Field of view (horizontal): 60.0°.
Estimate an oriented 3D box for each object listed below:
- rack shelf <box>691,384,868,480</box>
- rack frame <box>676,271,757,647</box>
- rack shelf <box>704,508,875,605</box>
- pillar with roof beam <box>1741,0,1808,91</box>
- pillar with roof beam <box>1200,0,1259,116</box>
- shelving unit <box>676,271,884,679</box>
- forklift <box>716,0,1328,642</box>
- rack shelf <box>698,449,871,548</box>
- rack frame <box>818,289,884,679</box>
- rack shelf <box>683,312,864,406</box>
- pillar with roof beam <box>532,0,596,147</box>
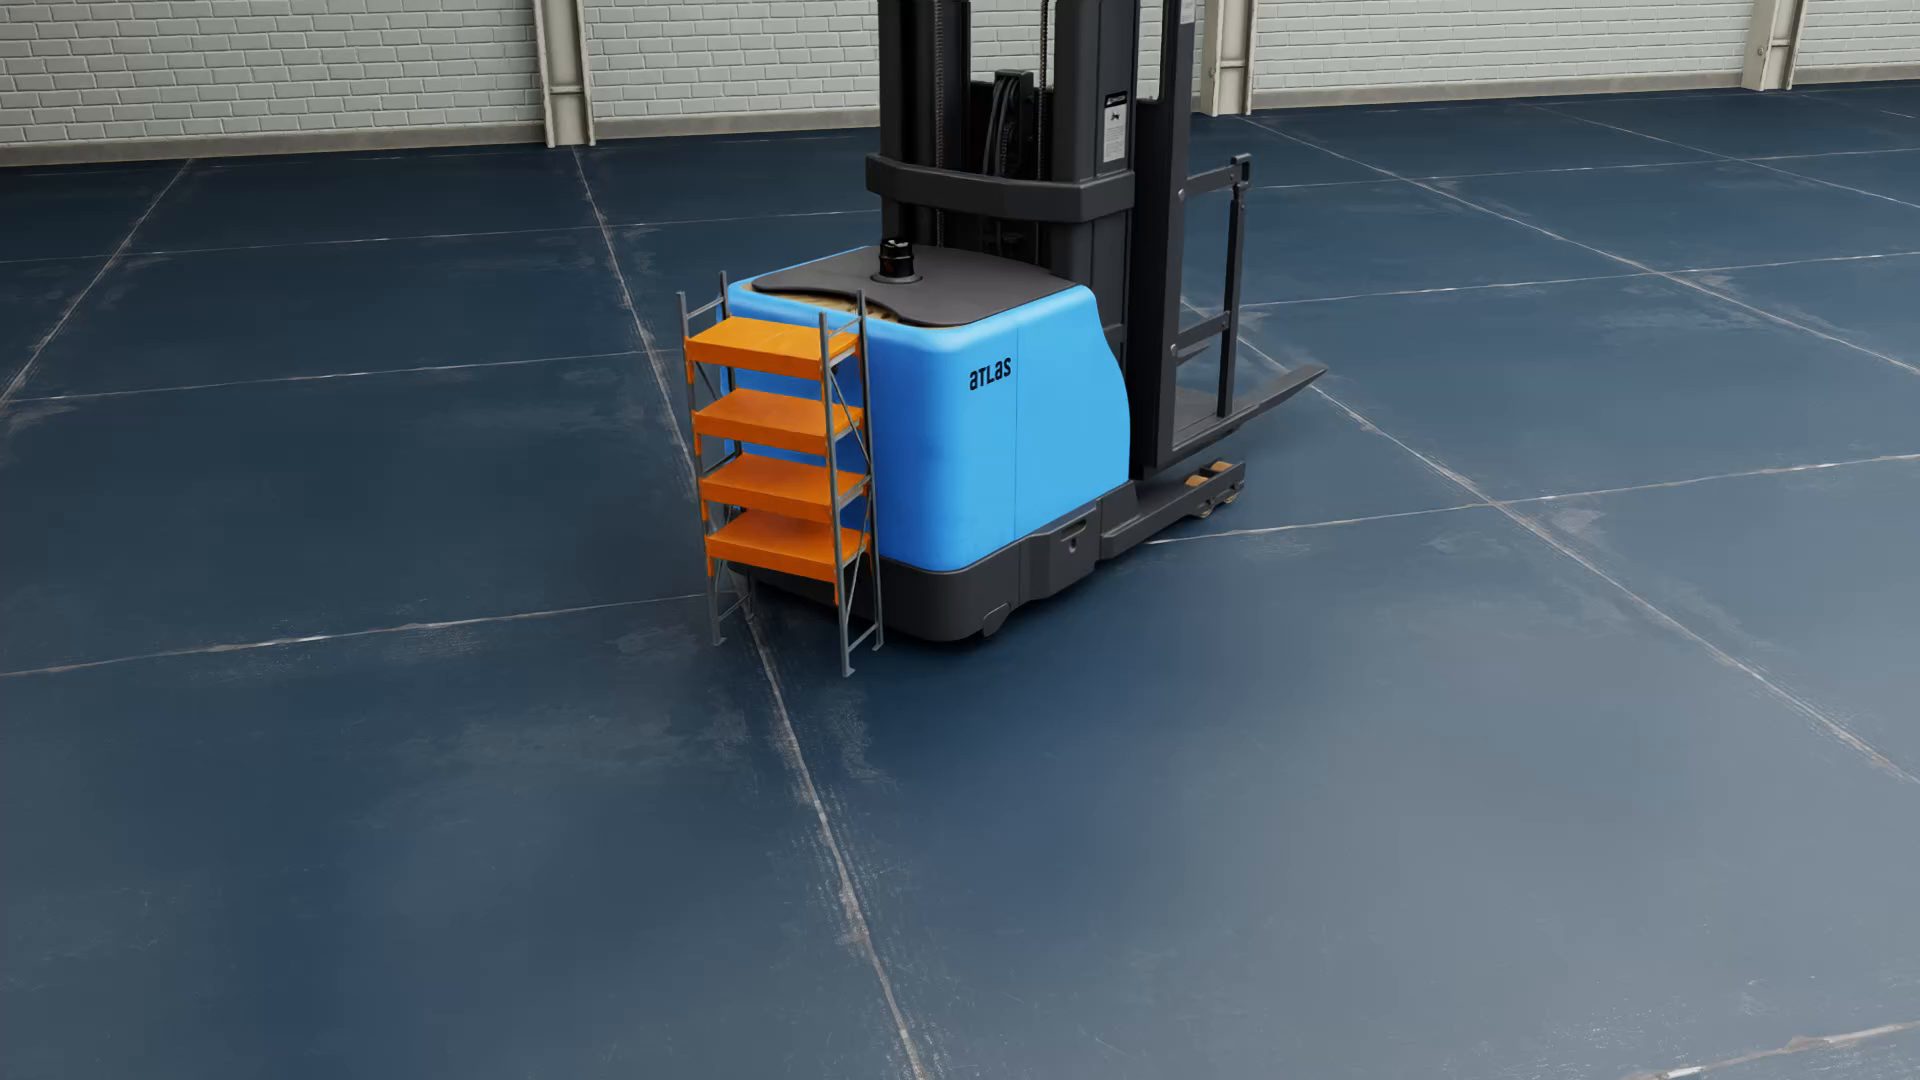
[{"bbox_3d":[-0.548,-0.335,5.096,0.480,0.148,0.258,11,29,24],"label":"rack shelf"},{"bbox_3d":[-0.761,-0.238,5.265,0.015,1.200,0.240,11,29,24],"label":"rack frame"},{"bbox_3d":[-0.536,0.043,5.282,0.480,0.148,0.258,11,29,24],"label":"rack shelf"},{"bbox_3d":[9.421,-7.139,11.476,0.400,9.000,9.100,-6,24,-14],"label":"pillar with roof beam"},{"bbox_3d":[3.644,-6.500,9.987,0.400,9.000,9.100,-6,24,-14],"label":"pillar with roof beam"},{"bbox_3d":[-0.543,-0.195,5.165,0.503,1.200,0.258,11,29,24],"label":"shelving unit"},{"bbox_3d":[0.476,-1.537,6.115,1.130,2.935,3.031,17,28,34],"label":"forklift"},{"bbox_3d":[-0.542,-0.135,5.194,0.480,0.148,0.258,11,29,24],"label":"rack shelf"},{"bbox_3d":[-0.325,-0.152,5.064,0.015,1.200,0.240,11,29,24],"label":"rack frame"},{"bbox_3d":[-0.554,-0.548,4.992,0.480,0.148,0.258,11,29,24],"label":"rack shelf"},{"bbox_3d":[-2.133,-5.861,8.498,0.400,9.000,9.100,-6,24,-14],"label":"pillar with roof beam"}]
